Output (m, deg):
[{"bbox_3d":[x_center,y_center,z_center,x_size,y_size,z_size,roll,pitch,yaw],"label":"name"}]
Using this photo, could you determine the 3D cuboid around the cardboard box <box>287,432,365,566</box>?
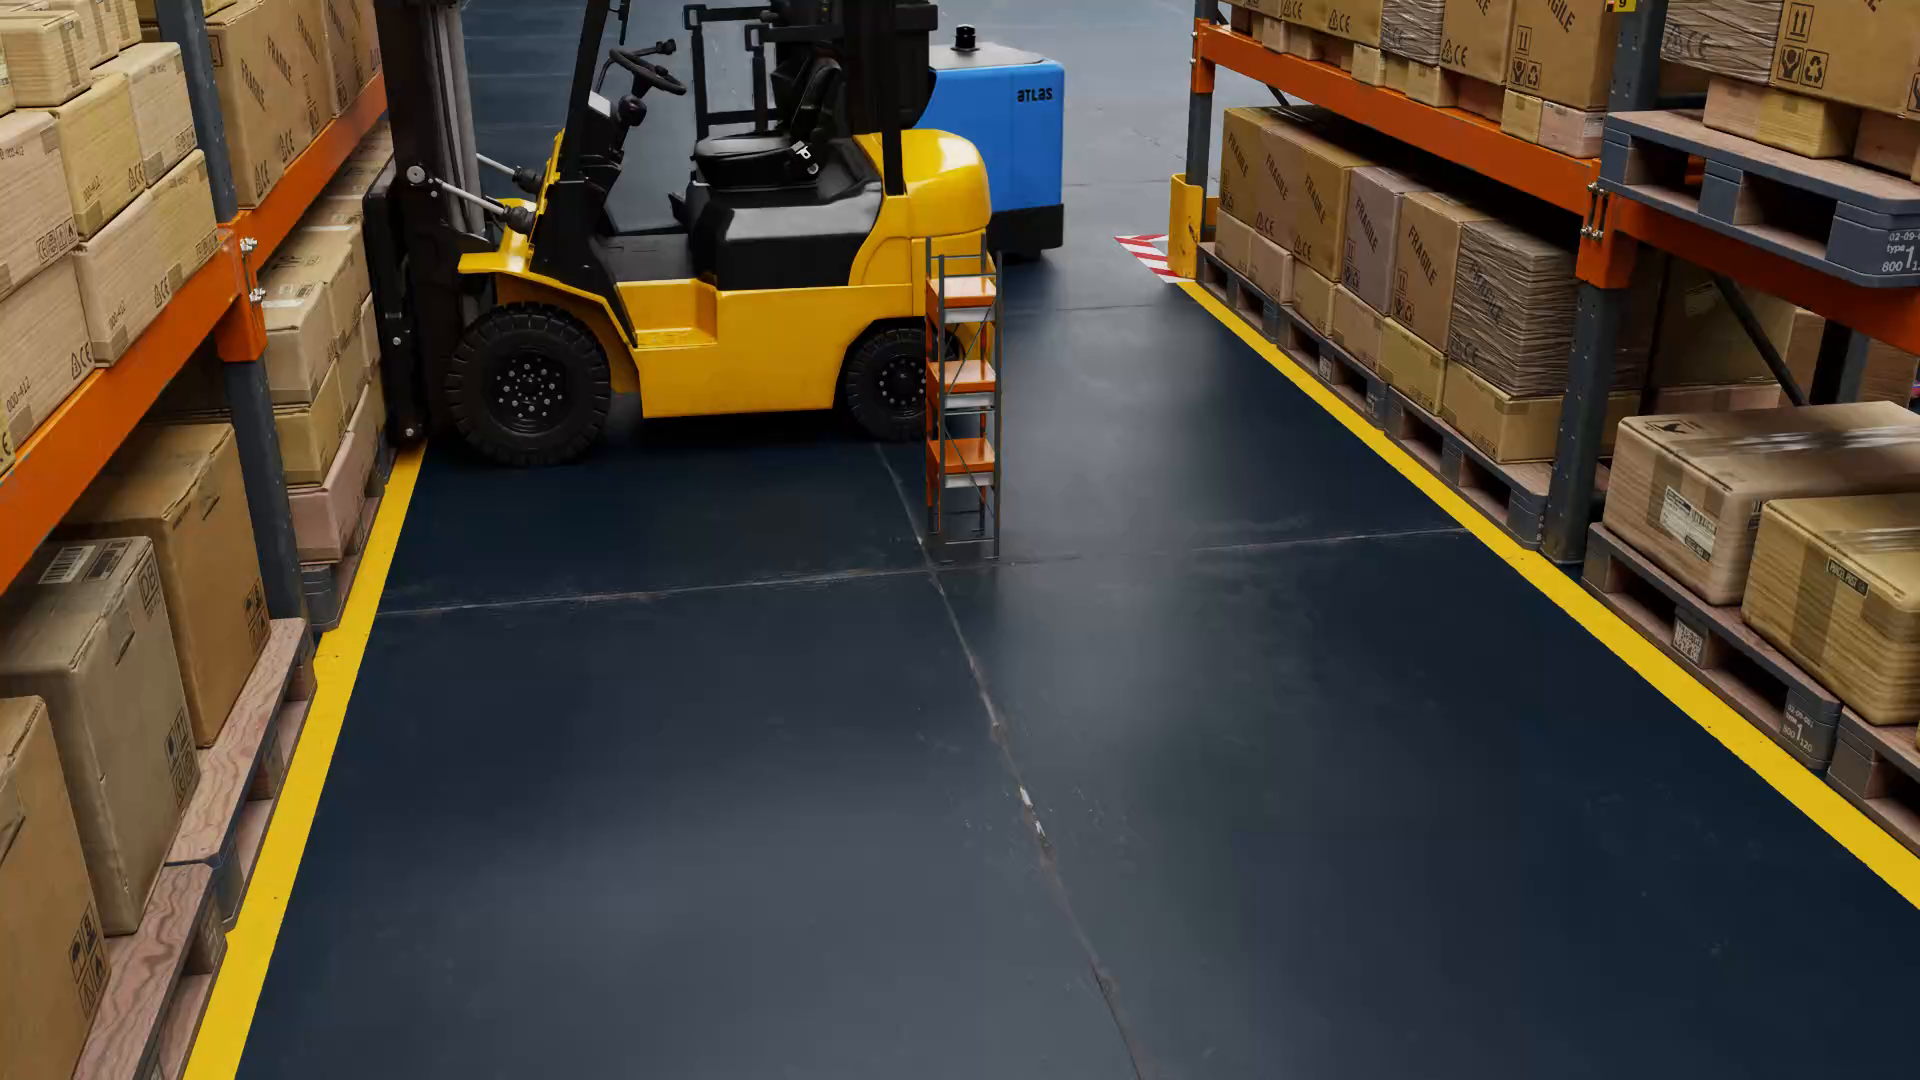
[{"bbox_3d":[-2.172,-0.123,5.195,0.500,0.250,0.500,-4,24,-9],"label":"cardboard box"}]

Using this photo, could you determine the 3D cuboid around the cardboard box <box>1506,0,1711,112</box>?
[{"bbox_3d":[2.143,-1.683,5.360,0.500,0.500,0.500,-5,24,-11],"label":"cardboard box"}]

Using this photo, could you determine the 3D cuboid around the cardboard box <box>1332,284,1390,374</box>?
[{"bbox_3d":[1.898,-0.899,6.972,0.500,0.250,0.500,-4,24,-9],"label":"cardboard box"}]

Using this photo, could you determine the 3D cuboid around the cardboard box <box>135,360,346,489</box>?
[{"bbox_3d":[-2.194,-0.351,5.091,0.500,0.250,0.500,-4,24,-10],"label":"cardboard box"}]

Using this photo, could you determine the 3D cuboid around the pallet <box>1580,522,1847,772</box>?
[{"bbox_3d":[2.615,0.239,4.939,1.003,0.211,1.213,-4,24,-10],"label":"pallet"}]

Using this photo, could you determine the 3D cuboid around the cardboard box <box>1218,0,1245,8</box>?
[{"bbox_3d":[1.545,-2.894,8.131,0.500,0.500,0.500,-5,24,-11],"label":"cardboard box"}]

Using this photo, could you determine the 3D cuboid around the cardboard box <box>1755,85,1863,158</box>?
[{"bbox_3d":[2.299,-1.083,4.270,0.380,0.149,0.250,-4,24,-9],"label":"cardboard box"}]

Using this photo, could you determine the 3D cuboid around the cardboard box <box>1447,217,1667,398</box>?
[{"bbox_3d":[2.096,-0.834,5.885,0.500,0.500,0.500,-5,24,-10],"label":"cardboard box"}]

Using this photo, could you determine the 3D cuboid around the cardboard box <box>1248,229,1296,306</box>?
[{"bbox_3d":[1.694,-1.312,7.916,0.500,0.250,0.500,-3,24,-8],"label":"cardboard box"}]

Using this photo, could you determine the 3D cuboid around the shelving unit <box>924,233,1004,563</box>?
[{"bbox_3d":[0.010,-0.460,5.492,0.215,1.050,0.252,-4,24,-10],"label":"shelving unit"}]

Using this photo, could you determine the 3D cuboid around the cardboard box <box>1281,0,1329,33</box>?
[{"bbox_3d":[1.739,-2.490,7.206,0.500,0.500,0.500,-5,24,-11],"label":"cardboard box"}]

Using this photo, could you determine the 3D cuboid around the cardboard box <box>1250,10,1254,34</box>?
[{"bbox_3d":[1.650,-2.556,8.168,0.380,0.149,0.250,-4,24,-9],"label":"cardboard box"}]

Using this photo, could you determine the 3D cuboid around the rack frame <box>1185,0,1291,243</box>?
[{"bbox_3d":[1.730,-2.918,8.684,1.000,3.000,0.127,-4,24,-10],"label":"rack frame"}]

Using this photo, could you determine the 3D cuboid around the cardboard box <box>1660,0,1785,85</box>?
[{"bbox_3d":[2.274,-1.514,4.447,0.500,0.500,0.500,-4,24,-8],"label":"cardboard box"}]

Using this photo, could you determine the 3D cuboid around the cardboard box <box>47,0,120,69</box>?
[{"bbox_3d":[-2.061,-1.101,3.588,0.380,0.149,0.250,-5,24,-11],"label":"cardboard box"}]

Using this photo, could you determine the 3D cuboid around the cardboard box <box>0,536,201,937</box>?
[{"bbox_3d":[-2.164,0.430,3.460,0.875,0.625,0.625,-5,24,-10],"label":"cardboard box"}]

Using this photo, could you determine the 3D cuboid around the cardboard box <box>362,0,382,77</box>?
[{"bbox_3d":[-2.712,-2.216,6.952,0.500,0.500,0.500,-4,24,-8],"label":"cardboard box"}]

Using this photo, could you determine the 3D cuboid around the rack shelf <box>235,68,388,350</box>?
[{"bbox_3d":[-2.778,-1.433,6.182,1.077,0.370,4.000,-4,24,-10],"label":"rack shelf"}]

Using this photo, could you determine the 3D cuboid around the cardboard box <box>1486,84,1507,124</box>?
[{"bbox_3d":[2.086,-1.540,5.842,0.380,0.149,0.250,-4,24,-9],"label":"cardboard box"}]

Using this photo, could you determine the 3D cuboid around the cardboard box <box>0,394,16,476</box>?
[{"bbox_3d":[-1.794,-0.131,2.490,0.500,0.250,0.500,-4,24,-8],"label":"cardboard box"}]

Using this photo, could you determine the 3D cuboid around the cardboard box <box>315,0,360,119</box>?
[{"bbox_3d":[-2.513,-1.818,6.040,0.500,0.500,0.500,-4,24,-9],"label":"cardboard box"}]

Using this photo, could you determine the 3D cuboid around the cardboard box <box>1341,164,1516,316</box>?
[{"bbox_3d":[1.905,-1.234,6.802,0.500,0.500,0.500,-3,24,-7],"label":"cardboard box"}]

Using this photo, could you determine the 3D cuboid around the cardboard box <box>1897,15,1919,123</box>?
[{"bbox_3d":[2.446,-1.121,3.549,0.500,0.500,0.500,-4,24,-10],"label":"cardboard box"}]

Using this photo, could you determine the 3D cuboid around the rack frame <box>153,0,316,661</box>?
[{"bbox_3d":[-2.408,-0.976,4.237,1.000,3.000,0.127,-4,24,-10],"label":"rack frame"}]

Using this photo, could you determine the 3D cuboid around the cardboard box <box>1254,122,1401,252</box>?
[{"bbox_3d":[1.713,-1.642,7.736,0.500,0.500,0.500,-5,24,-12],"label":"cardboard box"}]

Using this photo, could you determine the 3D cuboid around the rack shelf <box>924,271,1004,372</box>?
[{"bbox_3d":[0.010,-0.710,5.382,0.215,0.259,0.240,-4,24,-10],"label":"rack shelf"}]

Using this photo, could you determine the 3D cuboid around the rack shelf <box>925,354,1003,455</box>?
[{"bbox_3d":[0.010,-0.450,5.496,0.215,0.259,0.240,-4,24,-10],"label":"rack shelf"}]

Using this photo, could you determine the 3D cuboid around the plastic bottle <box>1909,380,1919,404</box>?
[{"bbox_3d":[4.074,-0.645,7.150,0.133,0.061,0.283,0,24,-1],"label":"plastic bottle"}]

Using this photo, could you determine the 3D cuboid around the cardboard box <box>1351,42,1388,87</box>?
[{"bbox_3d":[1.818,-1.934,6.745,0.380,0.149,0.250,-4,24,-9],"label":"cardboard box"}]

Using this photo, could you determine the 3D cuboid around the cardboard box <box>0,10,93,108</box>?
[{"bbox_3d":[-1.888,-0.907,3.144,0.380,0.149,0.250,-5,24,-11],"label":"cardboard box"}]

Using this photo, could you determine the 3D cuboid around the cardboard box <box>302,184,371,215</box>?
[{"bbox_3d":[-2.466,-1.184,6.375,0.500,0.250,0.500,-5,24,-11],"label":"cardboard box"}]

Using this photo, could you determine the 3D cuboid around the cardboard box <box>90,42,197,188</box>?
[{"bbox_3d":[-2.066,-0.962,3.768,0.500,0.250,0.500,-5,24,-11],"label":"cardboard box"}]

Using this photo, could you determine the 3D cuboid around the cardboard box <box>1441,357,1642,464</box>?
[{"bbox_3d":[2.096,-0.490,6.035,0.500,0.250,0.500,-3,24,-7],"label":"cardboard box"}]

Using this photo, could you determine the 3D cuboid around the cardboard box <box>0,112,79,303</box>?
[{"bbox_3d":[-1.875,-0.559,2.845,0.500,0.250,0.500,-4,24,-9],"label":"cardboard box"}]

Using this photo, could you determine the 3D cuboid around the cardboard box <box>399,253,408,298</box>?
[{"bbox_3d":[-2.552,-1.143,6.906,0.500,0.250,0.500,-5,24,-11],"label":"cardboard box"}]

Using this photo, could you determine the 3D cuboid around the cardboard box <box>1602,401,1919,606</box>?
[{"bbox_3d":[2.569,-0.127,5.052,0.950,0.372,0.625,-4,24,-9],"label":"cardboard box"}]

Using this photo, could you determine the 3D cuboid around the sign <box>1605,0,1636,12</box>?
[{"bbox_3d":[1.938,-1.699,4.810,0.100,0.325,0.005,-4,24,-10],"label":"sign"}]

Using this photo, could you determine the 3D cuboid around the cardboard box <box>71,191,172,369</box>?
[{"bbox_3d":[-1.959,-0.531,3.406,0.500,0.250,0.500,-4,24,-10],"label":"cardboard box"}]

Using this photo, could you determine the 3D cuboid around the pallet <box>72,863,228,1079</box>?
[{"bbox_3d":[-2.004,1.069,3.037,1.003,0.211,1.213,-4,24,-10],"label":"pallet"}]

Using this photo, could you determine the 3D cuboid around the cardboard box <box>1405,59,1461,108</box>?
[{"bbox_3d":[1.920,-1.733,6.284,0.380,0.149,0.250,-5,24,-11],"label":"cardboard box"}]

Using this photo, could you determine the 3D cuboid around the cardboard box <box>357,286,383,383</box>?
[{"bbox_3d":[-2.371,-0.747,5.999,0.500,0.250,0.500,-5,24,-10],"label":"cardboard box"}]

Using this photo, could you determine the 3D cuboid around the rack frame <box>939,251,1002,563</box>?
[{"bbox_3d":[0.032,-0.412,5.382,0.200,1.050,0.008,-4,24,-10],"label":"rack frame"}]

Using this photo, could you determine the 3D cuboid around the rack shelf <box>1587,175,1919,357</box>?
[{"bbox_3d":[2.839,-0.229,3.425,1.077,0.370,4.000,-4,24,-10],"label":"rack shelf"}]

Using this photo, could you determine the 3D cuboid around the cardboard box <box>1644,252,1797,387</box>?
[{"bbox_3d":[2.626,-0.873,5.975,0.500,0.500,0.500,-3,24,-7],"label":"cardboard box"}]

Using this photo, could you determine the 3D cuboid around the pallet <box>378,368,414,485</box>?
[{"bbox_3d":[-2.743,-0.495,6.620,1.003,0.211,1.213,-4,24,-10],"label":"pallet"}]

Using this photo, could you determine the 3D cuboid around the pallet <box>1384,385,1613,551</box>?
[{"bbox_3d":[2.311,-0.329,6.239,1.003,0.211,1.213,-4,24,-10],"label":"pallet"}]

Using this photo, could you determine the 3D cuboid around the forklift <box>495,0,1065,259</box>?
[{"bbox_3d":[-0.974,-2.851,8.617,3.031,2.935,1.130,-11,26,-24],"label":"forklift"}]

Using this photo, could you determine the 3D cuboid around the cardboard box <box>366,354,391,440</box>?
[{"bbox_3d":[-2.391,-0.523,6.110,0.500,0.250,0.500,-4,24,-9],"label":"cardboard box"}]

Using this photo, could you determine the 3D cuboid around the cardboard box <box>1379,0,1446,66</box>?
[{"bbox_3d":[1.941,-2.089,6.289,0.500,0.500,0.500,-4,24,-8],"label":"cardboard box"}]

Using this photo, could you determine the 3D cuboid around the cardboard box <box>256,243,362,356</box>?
[{"bbox_3d":[-2.273,-0.782,5.455,0.500,0.250,0.500,-4,24,-10],"label":"cardboard box"}]

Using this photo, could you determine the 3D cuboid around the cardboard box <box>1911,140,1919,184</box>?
[{"bbox_3d":[2.433,-0.873,3.789,0.380,0.149,0.250,-4,24,-9],"label":"cardboard box"}]

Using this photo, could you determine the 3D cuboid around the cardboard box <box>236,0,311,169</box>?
[{"bbox_3d":[-2.346,-1.419,5.127,0.500,0.500,0.500,-4,24,-9],"label":"cardboard box"}]

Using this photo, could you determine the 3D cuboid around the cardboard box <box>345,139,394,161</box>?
[{"bbox_3d":[-2.656,-1.582,7.285,0.500,0.250,0.500,-4,24,-9],"label":"cardboard box"}]

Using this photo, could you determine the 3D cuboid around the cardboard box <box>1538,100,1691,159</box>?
[{"bbox_3d":[2.111,-1.334,5.370,0.380,0.149,0.250,-5,24,-10],"label":"cardboard box"}]

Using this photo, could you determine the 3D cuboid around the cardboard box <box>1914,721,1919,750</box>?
[{"bbox_3d":[2.836,0.429,3.779,0.950,0.372,0.625,-4,24,-8],"label":"cardboard box"}]

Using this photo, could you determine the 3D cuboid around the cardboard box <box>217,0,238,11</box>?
[{"bbox_3d":[-2.258,-1.566,4.652,0.380,0.149,0.250,-4,24,-9],"label":"cardboard box"}]

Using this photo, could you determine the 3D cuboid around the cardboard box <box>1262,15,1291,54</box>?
[{"bbox_3d":[1.621,-2.342,7.680,0.380,0.149,0.250,-4,24,-9],"label":"cardboard box"}]

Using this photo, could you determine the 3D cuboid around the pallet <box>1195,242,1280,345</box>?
[{"bbox_3d":[1.859,-1.288,8.436,1.003,0.211,1.213,-4,24,-10],"label":"pallet"}]

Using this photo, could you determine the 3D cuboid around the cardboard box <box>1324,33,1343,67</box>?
[{"bbox_3d":[1.810,-2.144,7.224,0.380,0.149,0.250,-3,24,-8],"label":"cardboard box"}]
